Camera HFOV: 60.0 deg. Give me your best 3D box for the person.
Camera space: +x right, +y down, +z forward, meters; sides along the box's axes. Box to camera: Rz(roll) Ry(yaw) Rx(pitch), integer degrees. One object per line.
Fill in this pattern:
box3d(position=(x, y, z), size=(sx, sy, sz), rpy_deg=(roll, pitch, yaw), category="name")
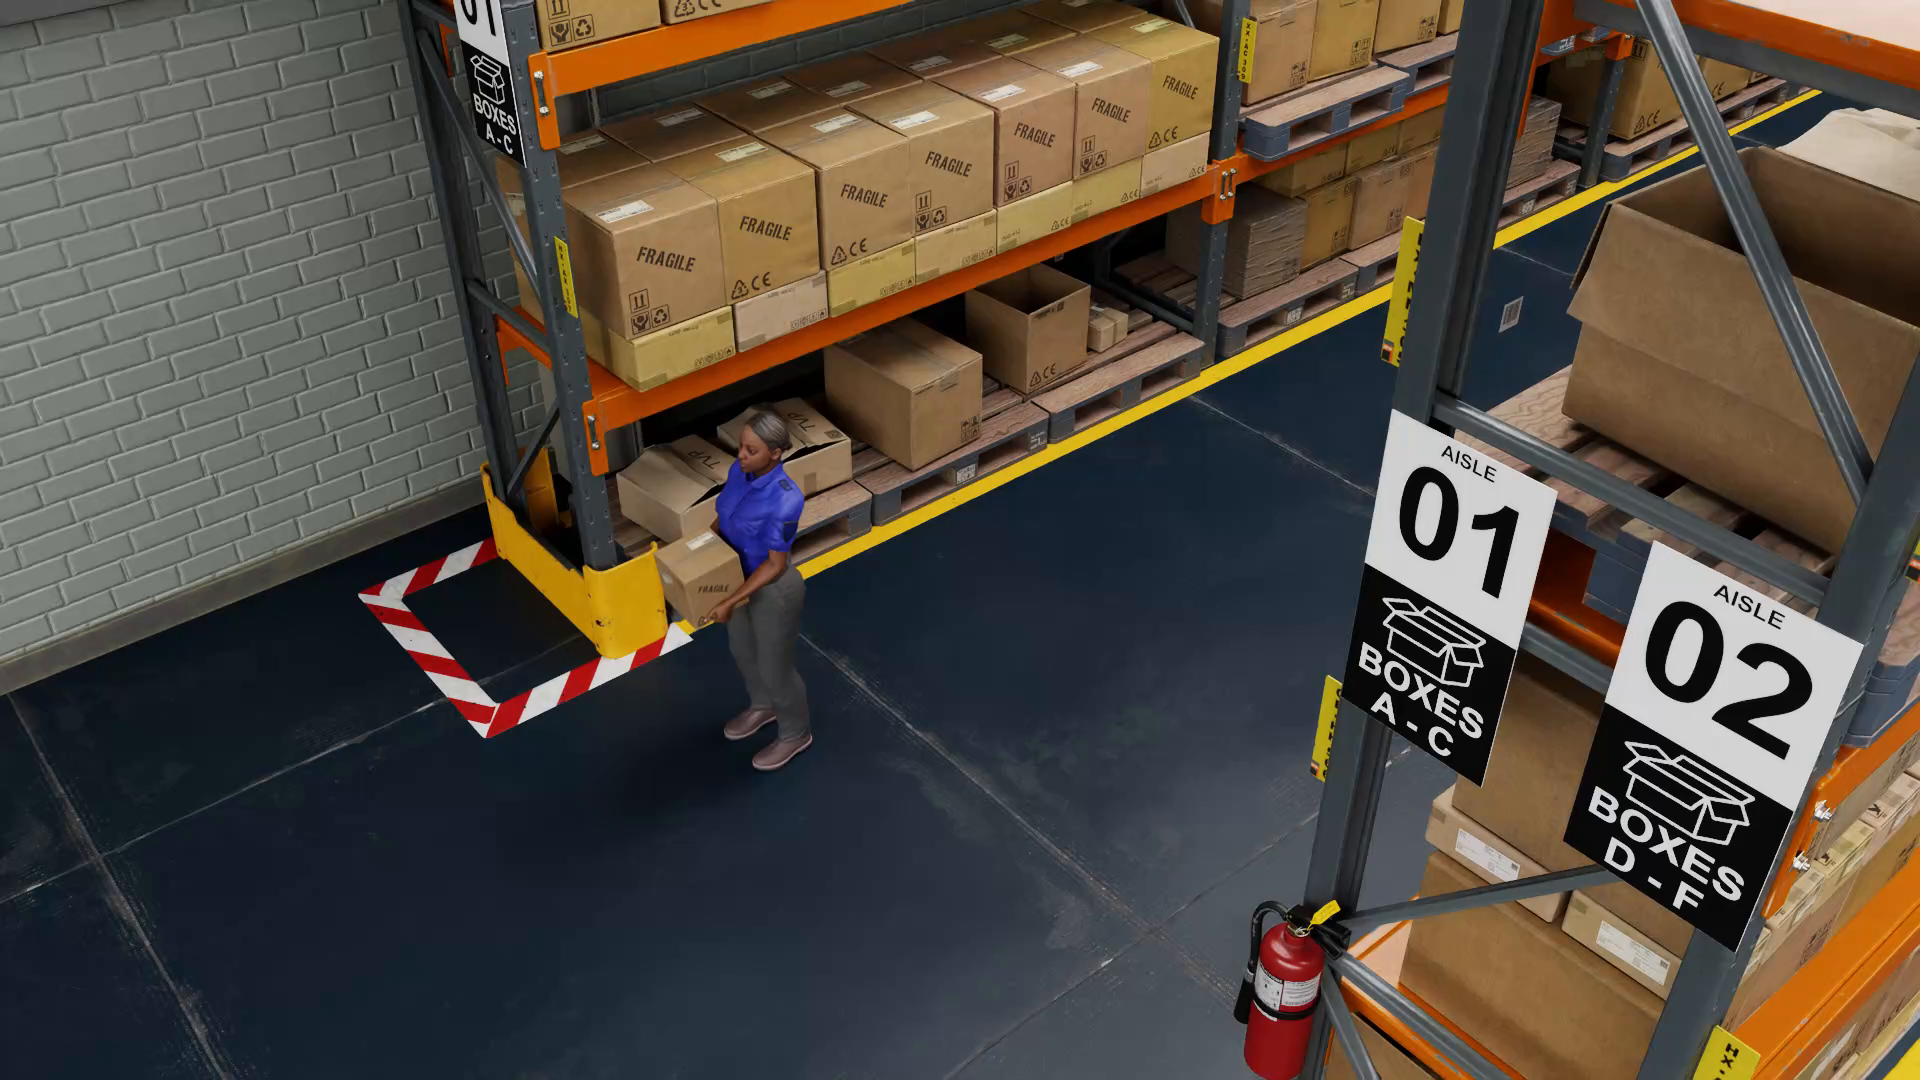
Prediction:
box3d(position=(-0.874, 0.225, 6.780), size=(0.517, 1.647, 0.450), rpy_deg=(-24, 42, -29), category="person")
